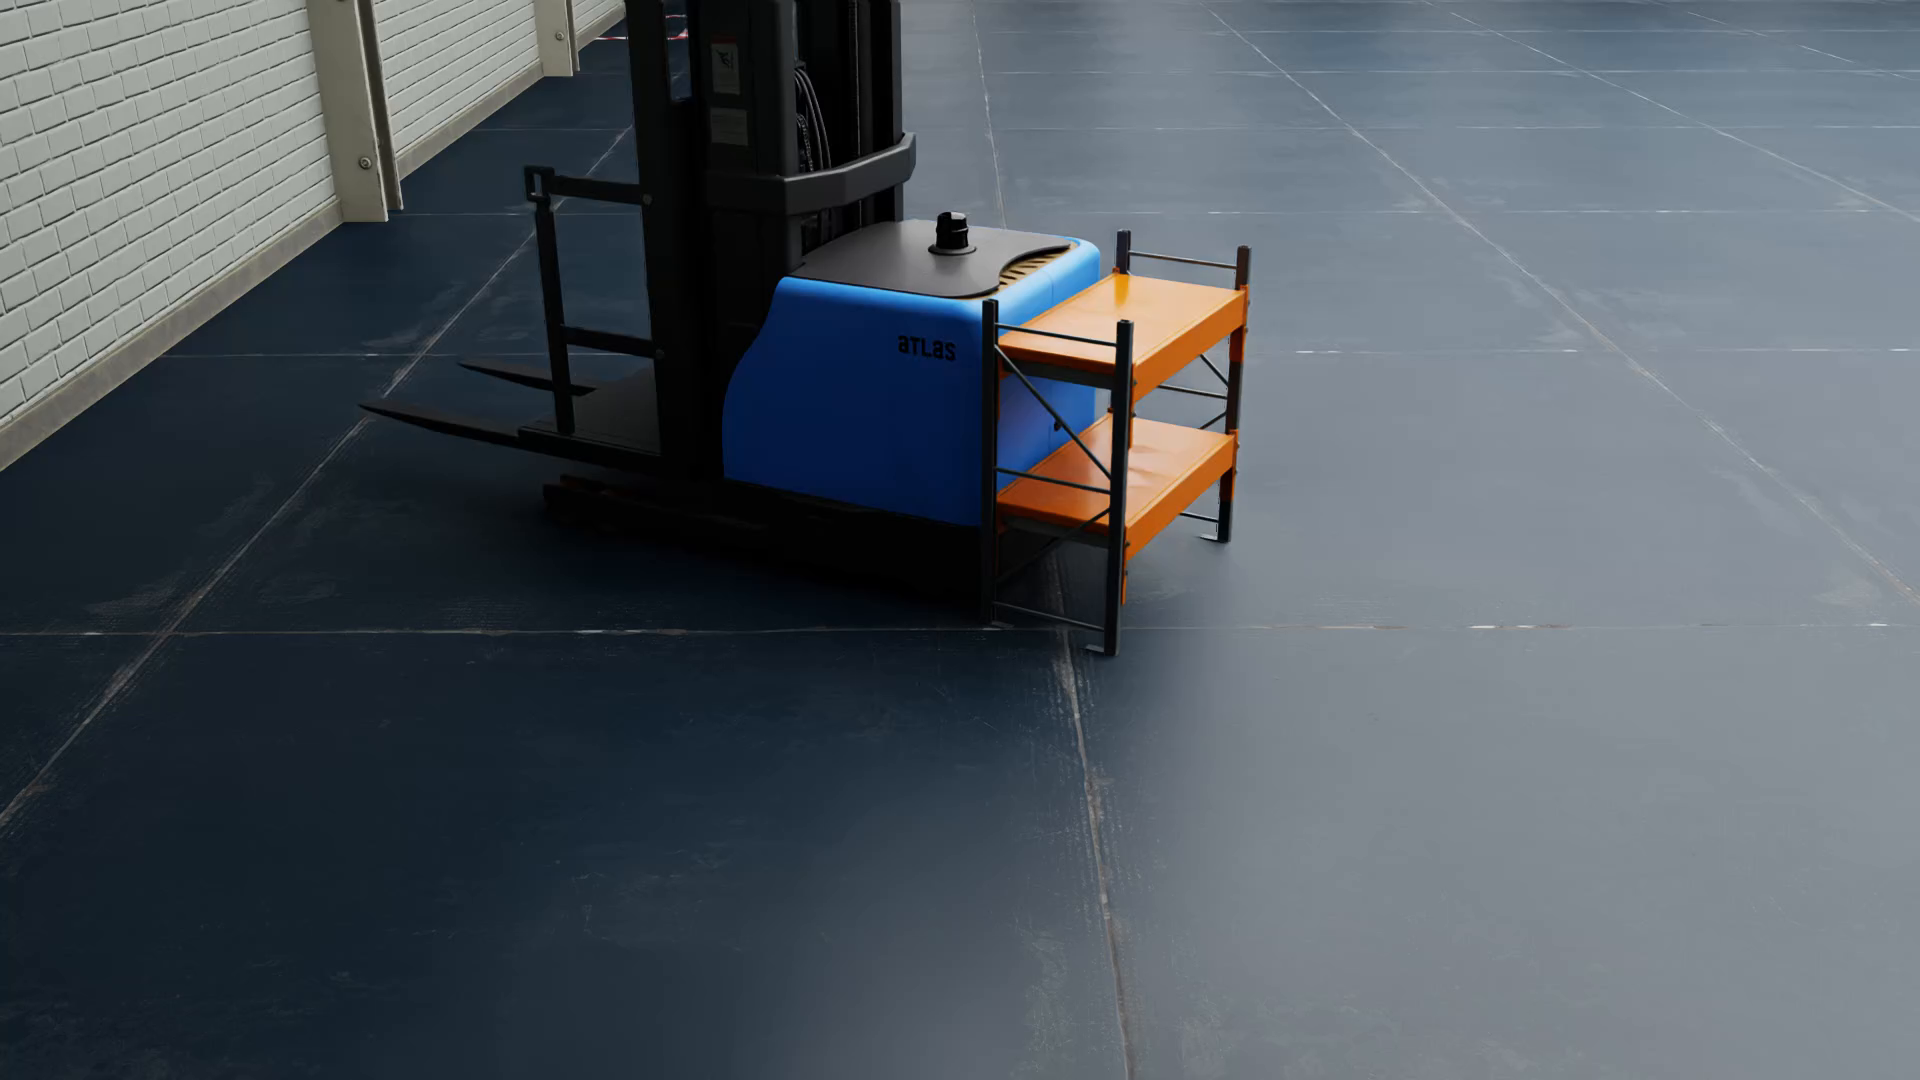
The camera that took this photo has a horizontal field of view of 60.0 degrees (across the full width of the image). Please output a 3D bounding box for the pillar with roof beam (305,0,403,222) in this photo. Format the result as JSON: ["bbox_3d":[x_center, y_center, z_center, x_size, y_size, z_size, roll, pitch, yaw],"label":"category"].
[{"bbox_3d":[0.407,-6.275,9.204,9.100,9.000,0.400,0,24,-1],"label":"pillar with roof beam"}]

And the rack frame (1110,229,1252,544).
[{"bbox_3d":[0.790,-0.553,6.107,0.500,1.125,0.032,13,27,26],"label":"rack frame"}]

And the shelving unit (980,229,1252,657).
[{"bbox_3d":[0.543,-0.370,5.702,0.538,1.125,1.048,13,27,26],"label":"shelving unit"}]

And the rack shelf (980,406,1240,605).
[{"bbox_3d":[0.543,-0.147,5.803,0.538,0.278,1.000,13,27,26],"label":"rack shelf"}]

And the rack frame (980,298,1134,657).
[{"bbox_3d":[0.295,-0.187,5.298,0.500,1.125,0.032,13,27,26],"label":"rack frame"}]

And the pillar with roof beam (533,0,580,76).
[{"bbox_3d":[0.341,-8.747,14.670,9.100,9.000,0.400,0,24,-1],"label":"pillar with roof beam"}]

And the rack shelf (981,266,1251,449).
[{"bbox_3d":[0.543,-0.636,5.582,0.538,0.278,1.000,13,27,26],"label":"rack shelf"}]

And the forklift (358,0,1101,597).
[{"bbox_3d":[-1.026,-1.547,6.114,3.031,2.935,1.130,12,27,24],"label":"forklift"}]
